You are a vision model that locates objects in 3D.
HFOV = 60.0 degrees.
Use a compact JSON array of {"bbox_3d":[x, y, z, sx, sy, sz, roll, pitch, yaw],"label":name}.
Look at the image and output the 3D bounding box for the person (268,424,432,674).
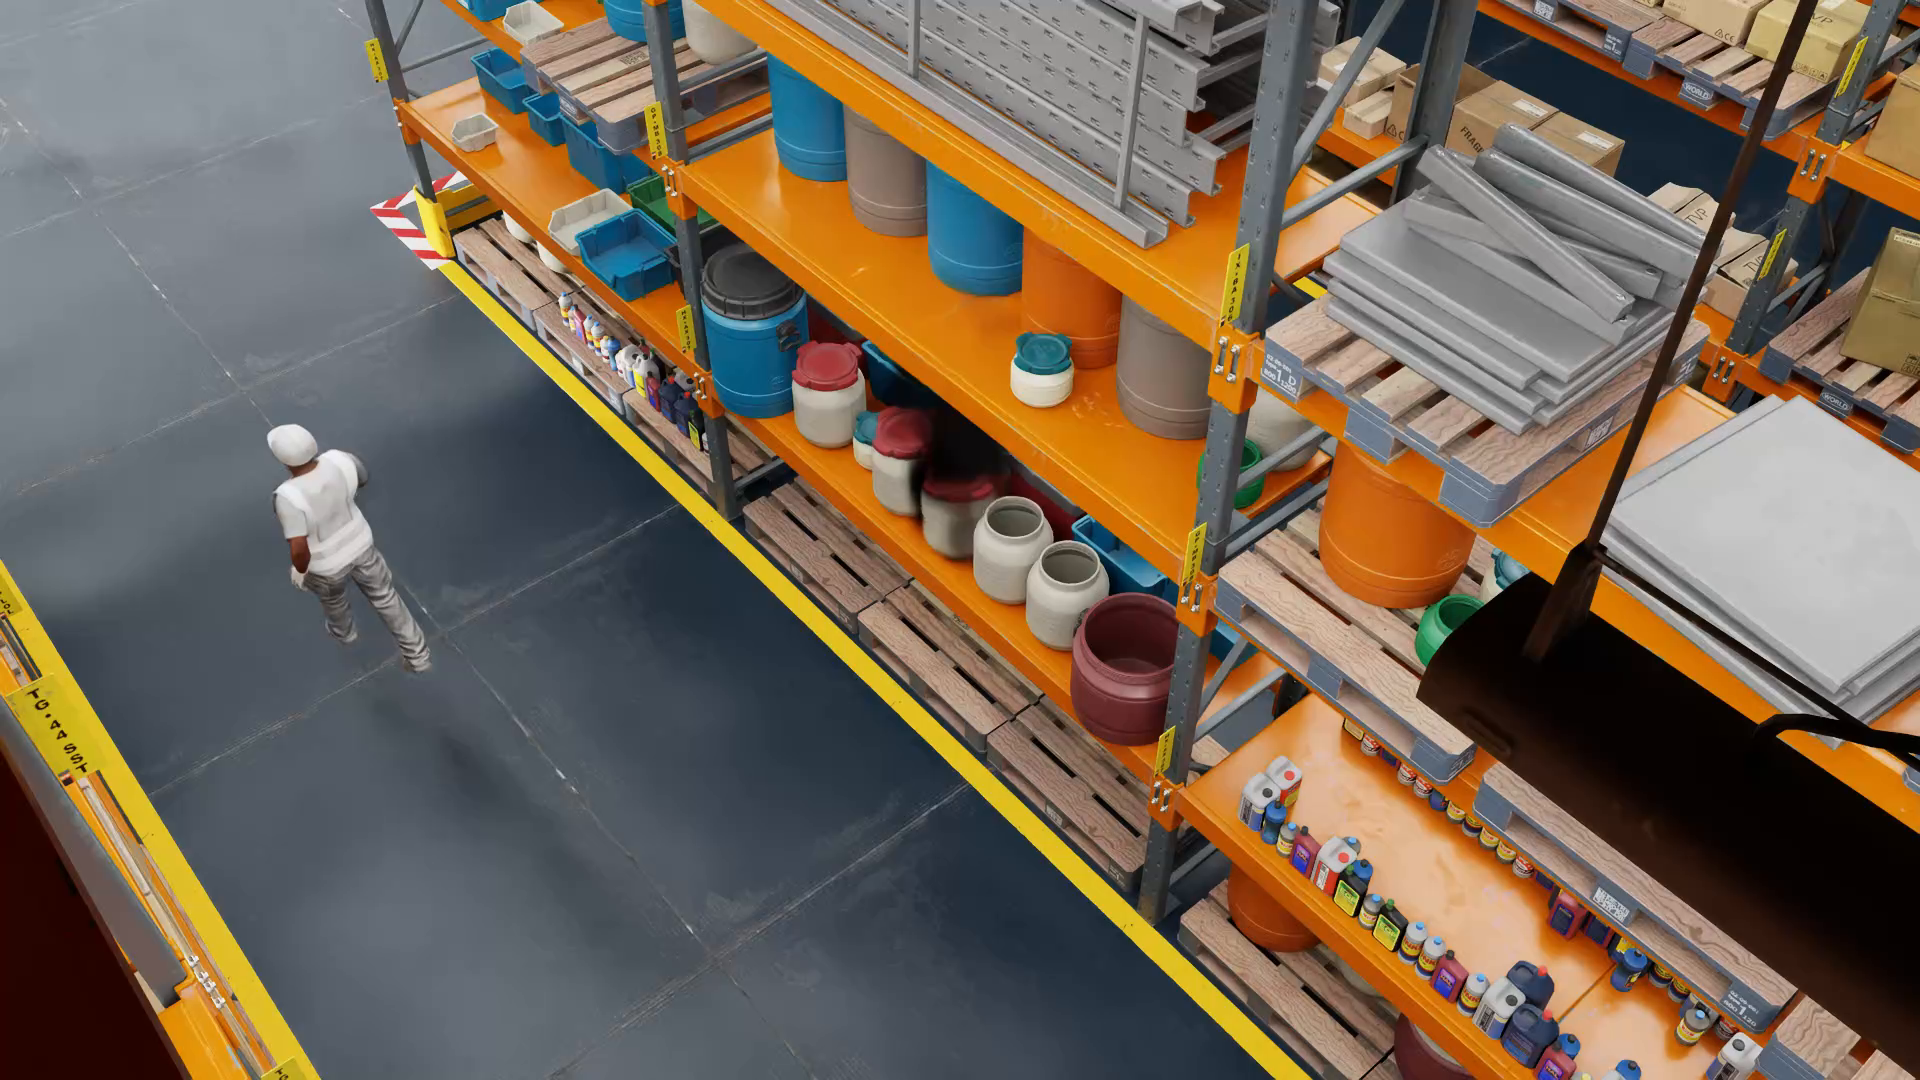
[{"bbox_3d":[-3.461,0.062,9.258,0.899,1.821,0.678,31,54,26],"label":"person"}]
